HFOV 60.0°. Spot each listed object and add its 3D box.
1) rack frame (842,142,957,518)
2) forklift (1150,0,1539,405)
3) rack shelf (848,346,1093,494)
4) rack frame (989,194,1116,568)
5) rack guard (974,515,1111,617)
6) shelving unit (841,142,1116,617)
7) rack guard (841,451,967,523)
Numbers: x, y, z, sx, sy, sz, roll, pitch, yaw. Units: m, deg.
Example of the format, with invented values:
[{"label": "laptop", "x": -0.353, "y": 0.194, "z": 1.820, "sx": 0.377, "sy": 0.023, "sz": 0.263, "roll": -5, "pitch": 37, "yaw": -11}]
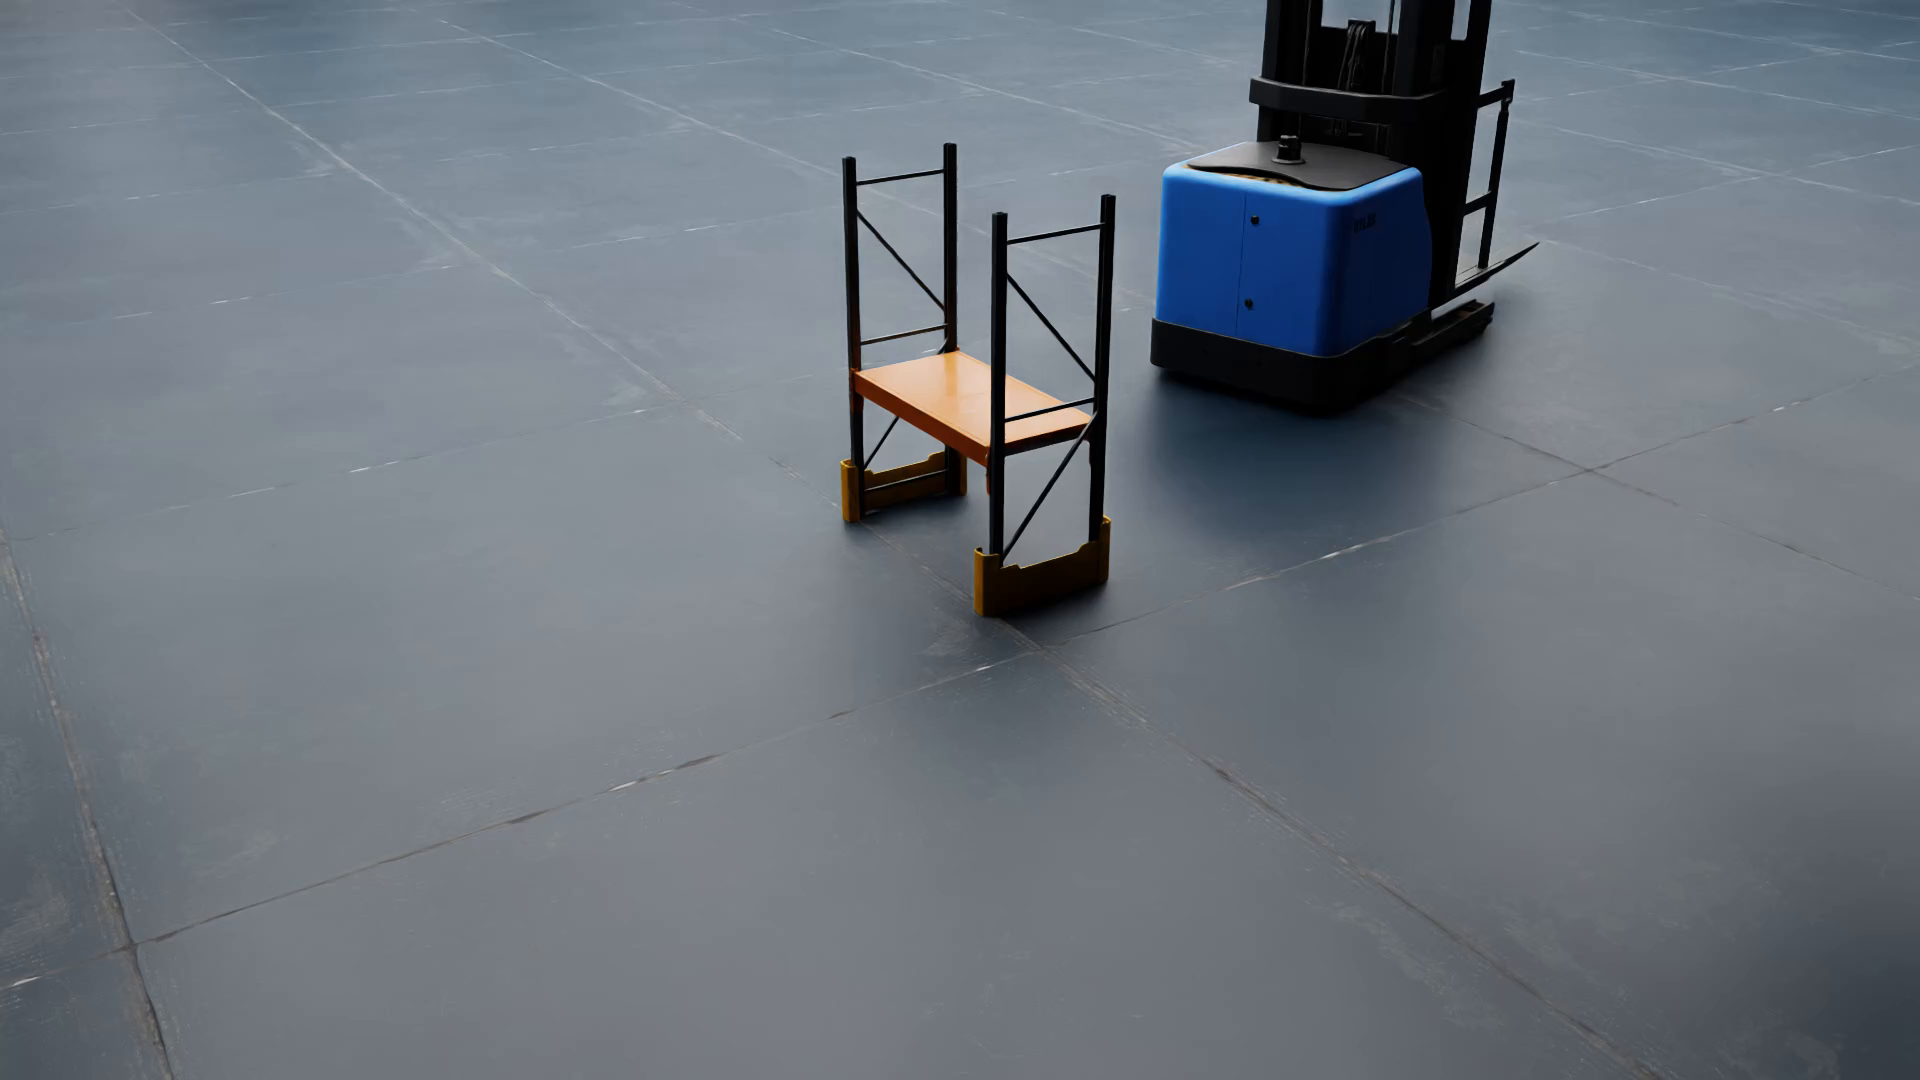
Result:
[{"label": "rack frame", "x": -0.231, "y": -0.830, "z": 6.750, "sx": 0.500, "sy": 1.500, "sz": 0.032, "roll": -16, "pitch": 29, "yaw": -30}, {"label": "forklift", "x": 2.293, "y": -2.527, "z": 8.670, "sx": 1.130, "sy": 2.935, "sz": 3.031, "roll": 19, "pitch": 31, "yaw": 35}, {"label": "rack shelf", "x": 0.047, "y": -0.485, "z": 6.442, "sx": 0.538, "sy": 0.185, "sz": 1.000, "roll": -16, "pitch": 29, "yaw": -30}, {"label": "rack frame", "x": 0.324, "y": -0.466, "z": 5.980, "sx": 0.500, "sy": 1.500, "sz": 0.032, "roll": -16, "pitch": 29, "yaw": -30}, {"label": "rack guard", "x": 0.313, "y": 0.092, "z": 6.262, "sx": 0.587, "sy": 0.250, "sz": 0.087, "roll": -16, "pitch": 29, "yaw": -30}, {"label": "shelving unit", "x": 0.042, "y": -0.651, "z": 6.372, "sx": 0.587, "sy": 1.500, "sz": 1.083, "roll": -16, "pitch": 29, "yaw": -30}, {"label": "rack guard", "x": -0.230, "y": -0.264, "z": 7.016, "sx": 0.587, "sy": 0.250, "sz": 0.087, "roll": -16, "pitch": 29, "yaw": -30}]
